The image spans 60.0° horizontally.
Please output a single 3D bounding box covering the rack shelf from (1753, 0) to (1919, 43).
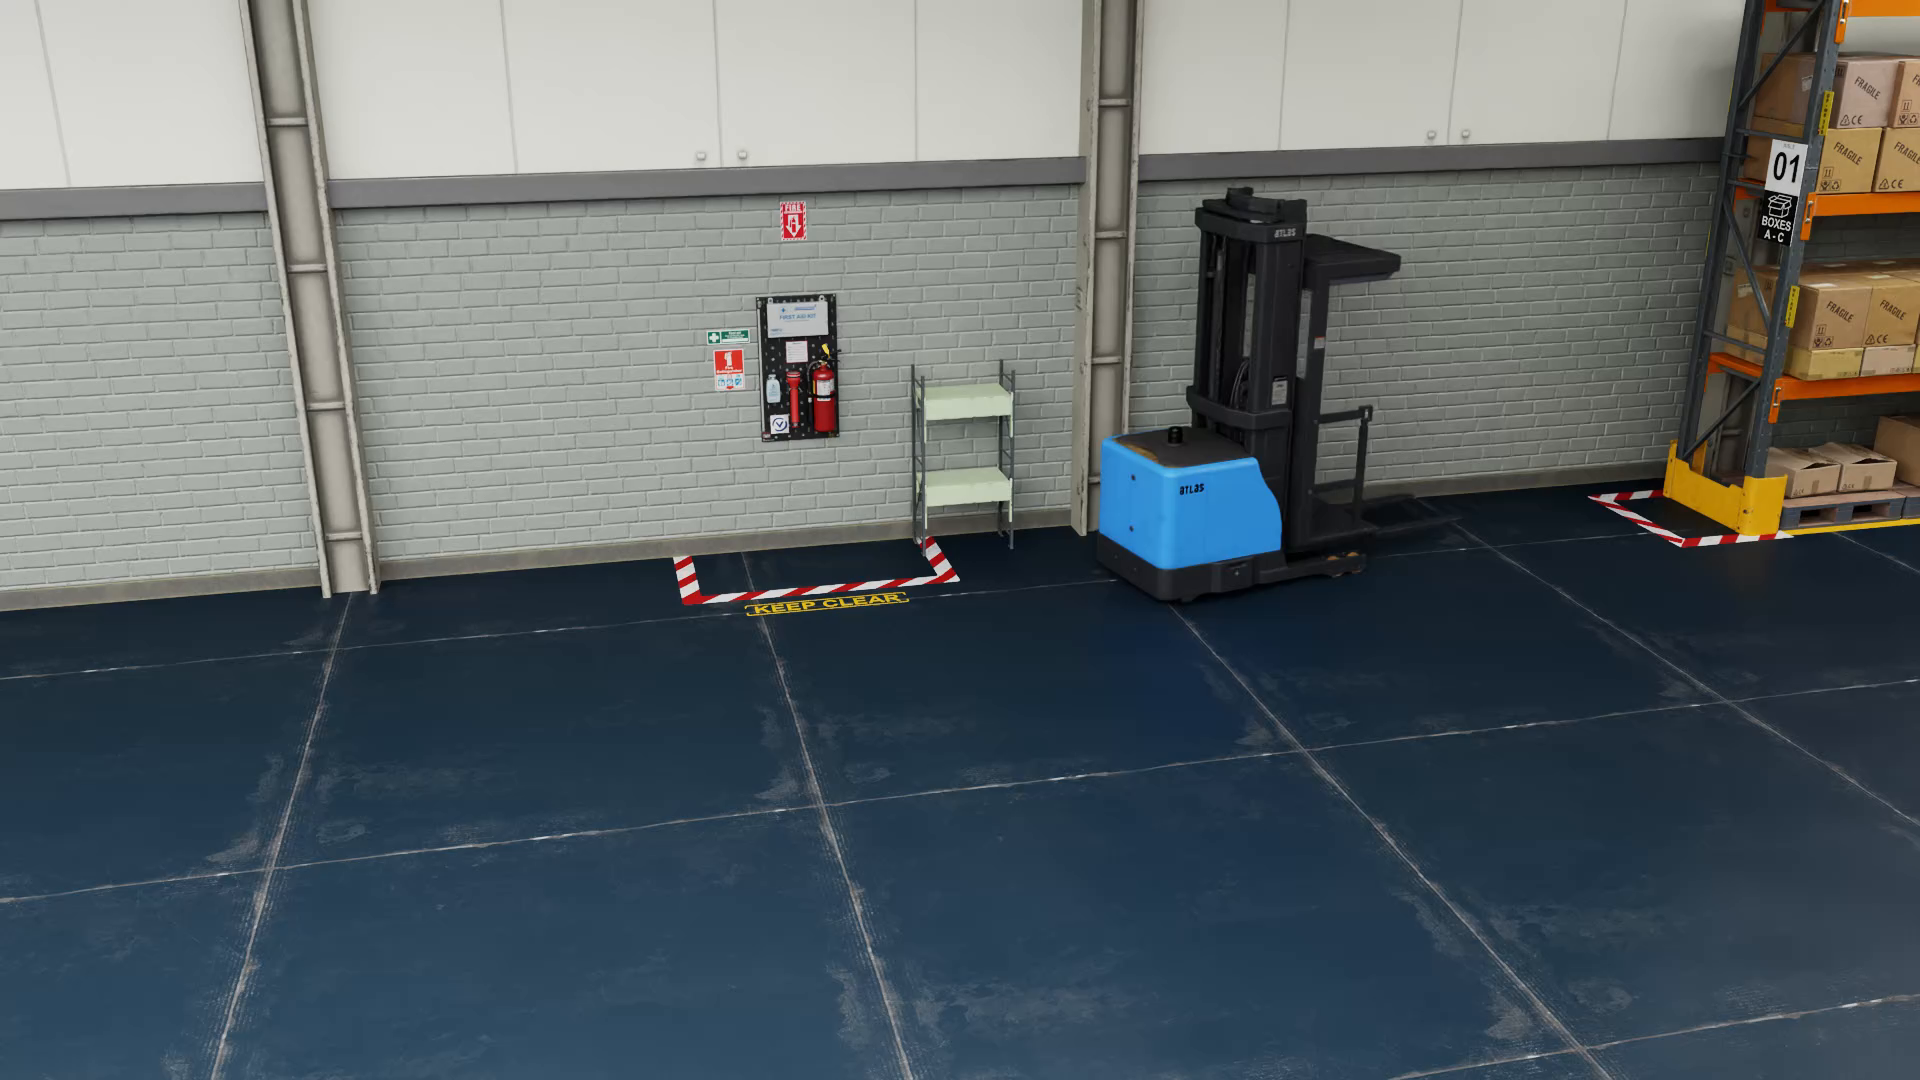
[{"bbox_3d":[8.468,-4.276,13.457,4.000,0.370,1.077,-5,21,-12],"label":"rack shelf"}]

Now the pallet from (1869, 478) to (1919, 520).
[{"bbox_3d":[8.579,-0.485,14.832,1.213,0.211,1.003,-5,21,-12],"label":"pallet"}]

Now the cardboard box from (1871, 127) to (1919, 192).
[{"bbox_3d":[7.435,-3.079,13.323,0.500,0.500,0.500,-3,20,-9],"label":"cardboard box"}]

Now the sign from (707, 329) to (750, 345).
[{"bbox_3d":[-1.804,-1.582,12.949,0.331,0.109,0.001,-5,21,-12],"label":"sign"}]

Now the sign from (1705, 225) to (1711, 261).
[{"bbox_3d":[6.413,-2.520,14.190,0.005,0.325,0.100,-5,21,-12],"label":"sign"}]

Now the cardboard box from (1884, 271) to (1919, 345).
[{"bbox_3d":[8.043,-1.943,13.858,0.500,0.500,0.500,-5,21,-14],"label":"cardboard box"}]

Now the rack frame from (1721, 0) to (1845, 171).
[{"bbox_3d":[6.522,-4.458,12.900,0.127,3.000,1.000,-5,21,-12],"label":"rack frame"}]

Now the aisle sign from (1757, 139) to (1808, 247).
[{"bbox_3d":[6.521,-2.755,13.195,0.004,0.787,0.394,-5,21,-12],"label":"aisle sign"}]

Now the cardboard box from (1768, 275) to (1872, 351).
[{"bbox_3d":[7.055,-1.869,13.654,0.500,0.500,0.500,-5,21,-12],"label":"cardboard box"}]

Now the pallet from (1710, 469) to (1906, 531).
[{"bbox_3d":[7.394,-0.390,14.572,1.213,0.211,1.003,-5,21,-12],"label":"pallet"}]

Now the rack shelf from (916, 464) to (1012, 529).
[{"bbox_3d":[0.022,-0.361,13.566,0.720,0.370,0.431,-5,21,-13],"label":"rack shelf"}]

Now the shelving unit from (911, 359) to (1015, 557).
[{"bbox_3d":[0.022,-0.667,13.454,0.755,1.500,0.431,-5,21,-13],"label":"shelving unit"}]

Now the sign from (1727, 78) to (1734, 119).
[{"bbox_3d":[6.413,-3.652,13.776,0.005,0.325,0.100,-5,21,-12],"label":"sign"}]

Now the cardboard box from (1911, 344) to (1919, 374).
[{"bbox_3d":[8.069,-1.596,14.000,0.500,0.250,0.500,-5,21,-13],"label":"cardboard box"}]

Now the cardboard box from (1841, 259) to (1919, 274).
[{"bbox_3d":[7.926,-2.119,14.337,0.500,0.500,0.500,-5,21,-14],"label":"cardboard box"}]

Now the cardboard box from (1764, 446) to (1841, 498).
[{"bbox_3d":[7.216,-0.609,14.386,0.500,0.311,0.500,-7,21,-19],"label":"cardboard box"}]

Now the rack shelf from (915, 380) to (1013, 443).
[{"bbox_3d":[0.022,-1.033,13.320,0.720,0.370,0.431,-5,21,-13],"label":"rack shelf"}]

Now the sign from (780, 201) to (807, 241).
[{"bbox_3d":[-1.280,-2.449,12.769,0.199,0.298,0.001,-5,21,-12],"label":"sign"}]

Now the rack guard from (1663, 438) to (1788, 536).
[{"bbox_3d":[6.596,-0.473,14.379,0.348,0.500,1.175,-5,21,-12],"label":"rack guard"}]

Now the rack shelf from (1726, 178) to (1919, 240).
[{"bbox_3d":[8.468,-2.870,13.972,4.000,0.370,1.077,-5,21,-12],"label":"rack shelf"}]

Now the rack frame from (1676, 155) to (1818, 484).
[{"bbox_3d":[6.522,-1.641,13.932,0.127,3.000,1.000,-5,21,-12],"label":"rack frame"}]

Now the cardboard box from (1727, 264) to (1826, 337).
[{"bbox_3d":[6.931,-2.040,14.122,0.500,0.500,0.500,-5,21,-13],"label":"cardboard box"}]

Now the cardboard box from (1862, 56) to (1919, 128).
[{"bbox_3d":[7.452,-3.547,13.147,0.500,0.500,0.500,-5,21,-13],"label":"cardboard box"}]

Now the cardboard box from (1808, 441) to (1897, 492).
[{"bbox_3d":[7.770,-0.654,14.510,0.500,0.311,0.500,-3,20,-8],"label":"cardboard box"}]

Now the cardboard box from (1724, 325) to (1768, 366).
[{"bbox_3d":[6.932,-1.681,14.233,0.500,0.250,0.500,-4,21,-12],"label":"cardboard box"}]

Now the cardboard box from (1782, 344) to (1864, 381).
[{"bbox_3d":[7.070,-1.512,13.770,0.500,0.250,0.500,-5,21,-14],"label":"cardboard box"}]

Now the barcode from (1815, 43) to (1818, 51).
[{"bbox_3d":[7.098,-4.071,13.734,0.075,0.075,0.001,-5,21,-12],"label":"barcode"}]

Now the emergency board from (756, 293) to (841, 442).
[{"bbox_3d":[-1.249,-1.328,13.078,0.643,1.169,0.194,-5,21,-12],"label":"emergency board"}]

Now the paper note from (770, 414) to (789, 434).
[{"bbox_3d":[-1.437,-0.923,13.255,0.142,0.148,0.016,-5,21,-12],"label":"paper note"}]

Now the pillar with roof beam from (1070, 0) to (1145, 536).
[{"bbox_3d":[2.155,-2.887,8.612,0.400,9.000,9.100,-5,21,-12],"label":"pillar with roof beam"}]

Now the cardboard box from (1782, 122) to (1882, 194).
[{"bbox_3d":[6.905,-3.048,13.239,0.500,0.500,0.500,-4,21,-11],"label":"cardboard box"}]

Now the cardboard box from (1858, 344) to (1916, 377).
[{"bbox_3d":[7.572,-1.558,13.895,0.500,0.250,0.500,-5,21,-14],"label":"cardboard box"}]

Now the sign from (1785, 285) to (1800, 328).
[{"bbox_3d":[6.647,-1.865,13.288,0.005,0.325,0.100,-5,21,-12],"label":"sign"}]

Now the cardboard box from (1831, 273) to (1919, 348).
[{"bbox_3d":[7.539,-1.905,13.752,0.500,0.500,0.500,-5,21,-12],"label":"cardboard box"}]

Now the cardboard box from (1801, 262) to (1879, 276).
[{"bbox_3d":[7.424,-2.077,14.222,0.500,0.500,0.500,-4,21,-12],"label":"cardboard box"}]

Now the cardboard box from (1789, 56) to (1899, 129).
[{"bbox_3d":[6.952,-3.524,13.085,0.500,0.500,0.500,-6,21,-16],"label":"cardboard box"}]

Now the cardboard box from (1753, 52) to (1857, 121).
[{"bbox_3d":[6.881,-3.697,13.556,0.500,0.500,0.500,-4,20,-10],"label":"cardboard box"}]

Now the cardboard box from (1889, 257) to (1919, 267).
[{"bbox_3d":[8.416,-2.159,14.446,0.500,0.500,0.500,-4,21,-12],"label":"cardboard box"}]

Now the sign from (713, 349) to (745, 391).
[{"bbox_3d":[-1.811,-1.335,13.047,0.234,0.329,0.001,-5,21,-12],"label":"sign"}]

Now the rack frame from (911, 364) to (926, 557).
[{"bbox_3d":[-0.333,-0.637,13.372,0.023,1.500,0.400,-5,21,-13],"label":"rack frame"}]

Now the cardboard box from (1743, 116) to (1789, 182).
[{"bbox_3d":[6.869,-3.223,13.717,0.500,0.500,0.500,-3,20,-9],"label":"cardboard box"}]

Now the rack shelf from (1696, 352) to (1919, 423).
[{"bbox_3d":[8.468,-1.461,14.488,4.000,0.370,1.077,-5,21,-12],"label":"rack shelf"}]

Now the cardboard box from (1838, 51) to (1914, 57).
[{"bbox_3d":[7.409,-3.743,13.684,0.500,0.500,0.500,-3,20,-9],"label":"cardboard box"}]

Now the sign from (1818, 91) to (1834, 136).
[{"bbox_3d":[6.647,-3.278,12.770,0.005,0.325,0.100,-5,21,-12],"label":"sign"}]

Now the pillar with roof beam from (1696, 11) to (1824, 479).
[{"bbox_3d":[7.994,-3.361,9.908,0.400,9.000,9.100,-5,21,-12],"label":"pillar with roof beam"}]

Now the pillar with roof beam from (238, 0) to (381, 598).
[{"bbox_3d":[-3.684,-2.412,7.315,0.400,9.000,9.100,-5,21,-12],"label":"pillar with roof beam"}]

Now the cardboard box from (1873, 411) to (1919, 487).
[{"bbox_3d":[8.496,-0.785,14.590,0.500,0.500,0.700,-6,21,-16],"label":"cardboard box"}]

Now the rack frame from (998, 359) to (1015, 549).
[{"bbox_3d":[0.378,-0.697,13.536,0.023,1.500,0.400,-5,21,-13],"label":"rack frame"}]

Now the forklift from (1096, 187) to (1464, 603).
[{"bbox_3d":[2.637,-1.234,12.923,3.031,2.935,1.130,-9,22,-24],"label":"forklift"}]
